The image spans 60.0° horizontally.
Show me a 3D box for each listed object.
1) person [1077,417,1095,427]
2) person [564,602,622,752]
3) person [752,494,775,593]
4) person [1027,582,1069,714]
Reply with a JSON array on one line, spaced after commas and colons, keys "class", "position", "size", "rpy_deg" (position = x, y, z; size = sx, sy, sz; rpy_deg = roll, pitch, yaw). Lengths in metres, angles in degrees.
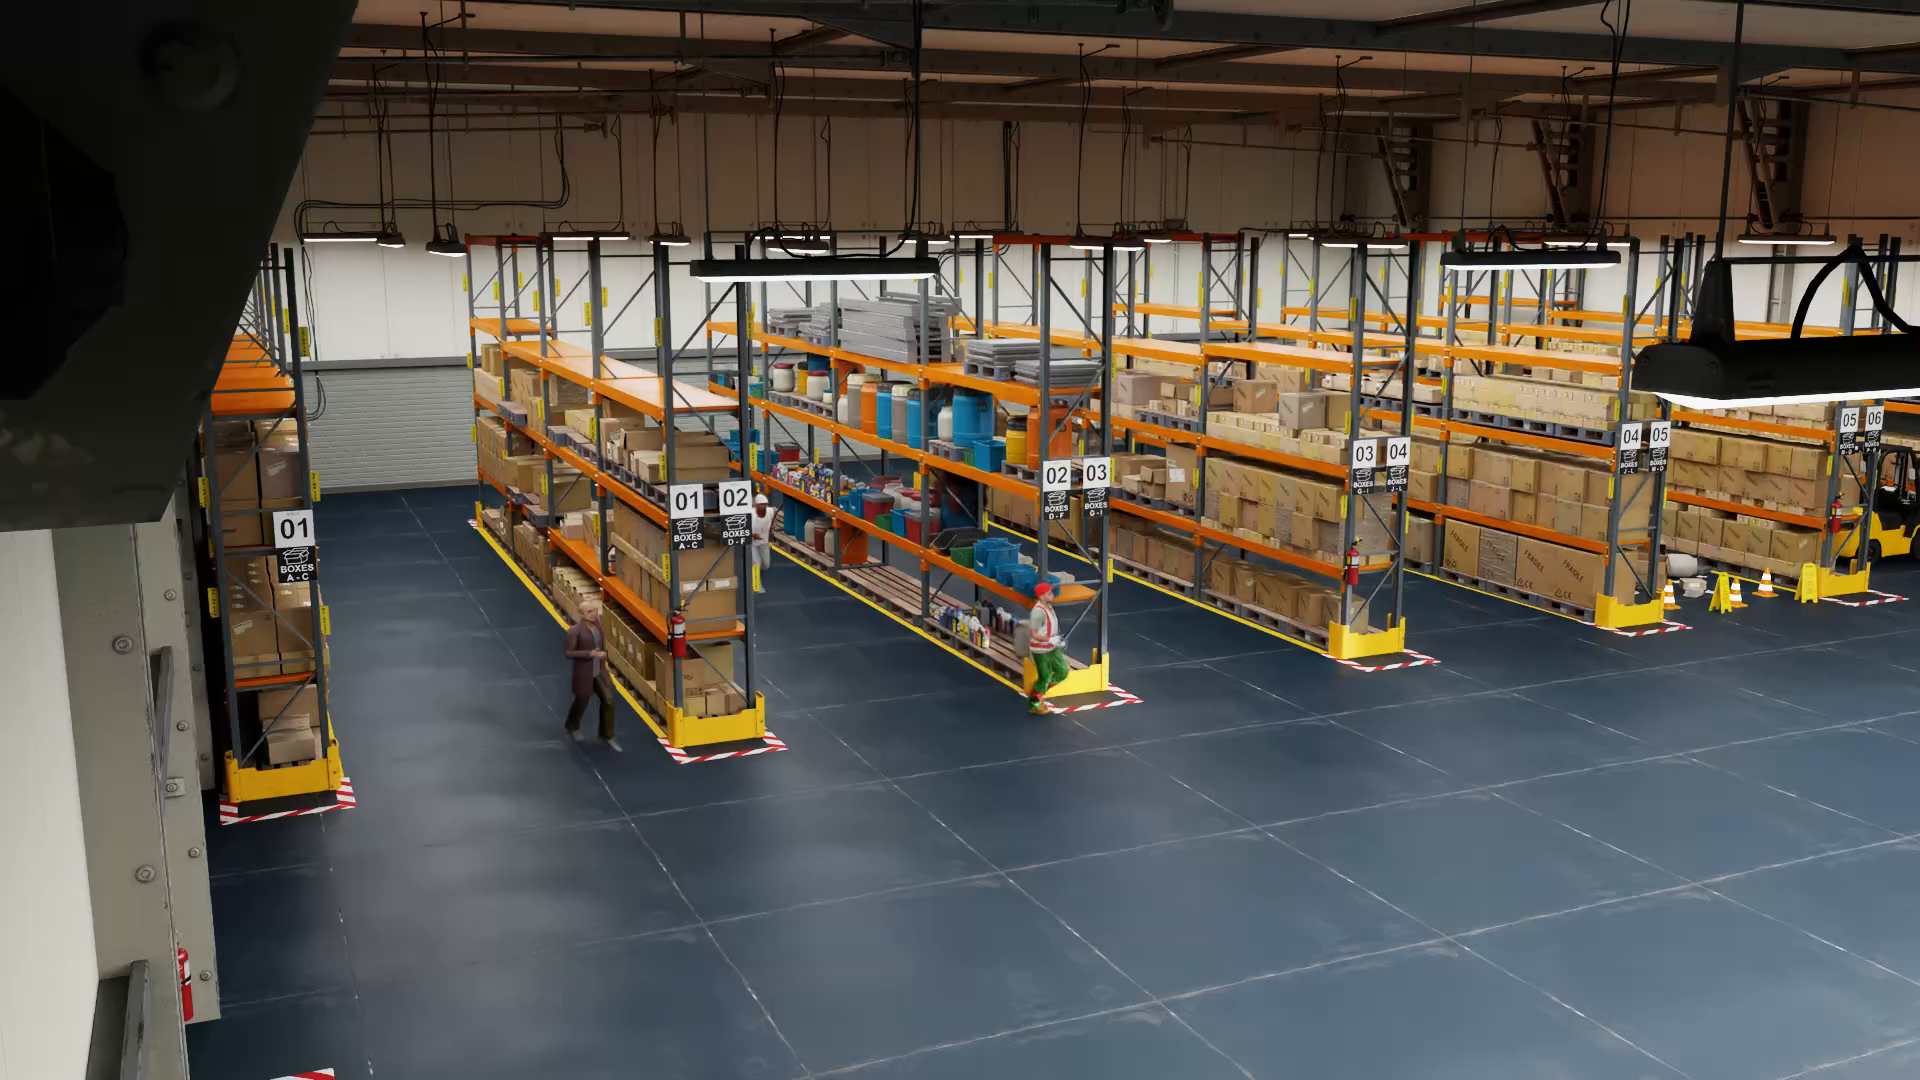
[{"class": "person", "position": [3.087, -2.432, 41.175], "size": [0.635, 1.822, 0.734], "rpy_deg": [9, 14, 37]}, {"class": "person", "position": [-4.497, 1.632, 20.009], "size": [0.882, 1.834, 0.689], "rpy_deg": [9, 14, 40]}, {"class": "person", "position": [-3.292, 0.050, 27.074], "size": [0.690, 1.659, 0.738], "rpy_deg": [-6, 12, -28]}, {"class": "person", "position": [1.139, 1.394, 21.291], "size": [0.580, 1.739, 0.628], "rpy_deg": [5, 12, 23]}]
